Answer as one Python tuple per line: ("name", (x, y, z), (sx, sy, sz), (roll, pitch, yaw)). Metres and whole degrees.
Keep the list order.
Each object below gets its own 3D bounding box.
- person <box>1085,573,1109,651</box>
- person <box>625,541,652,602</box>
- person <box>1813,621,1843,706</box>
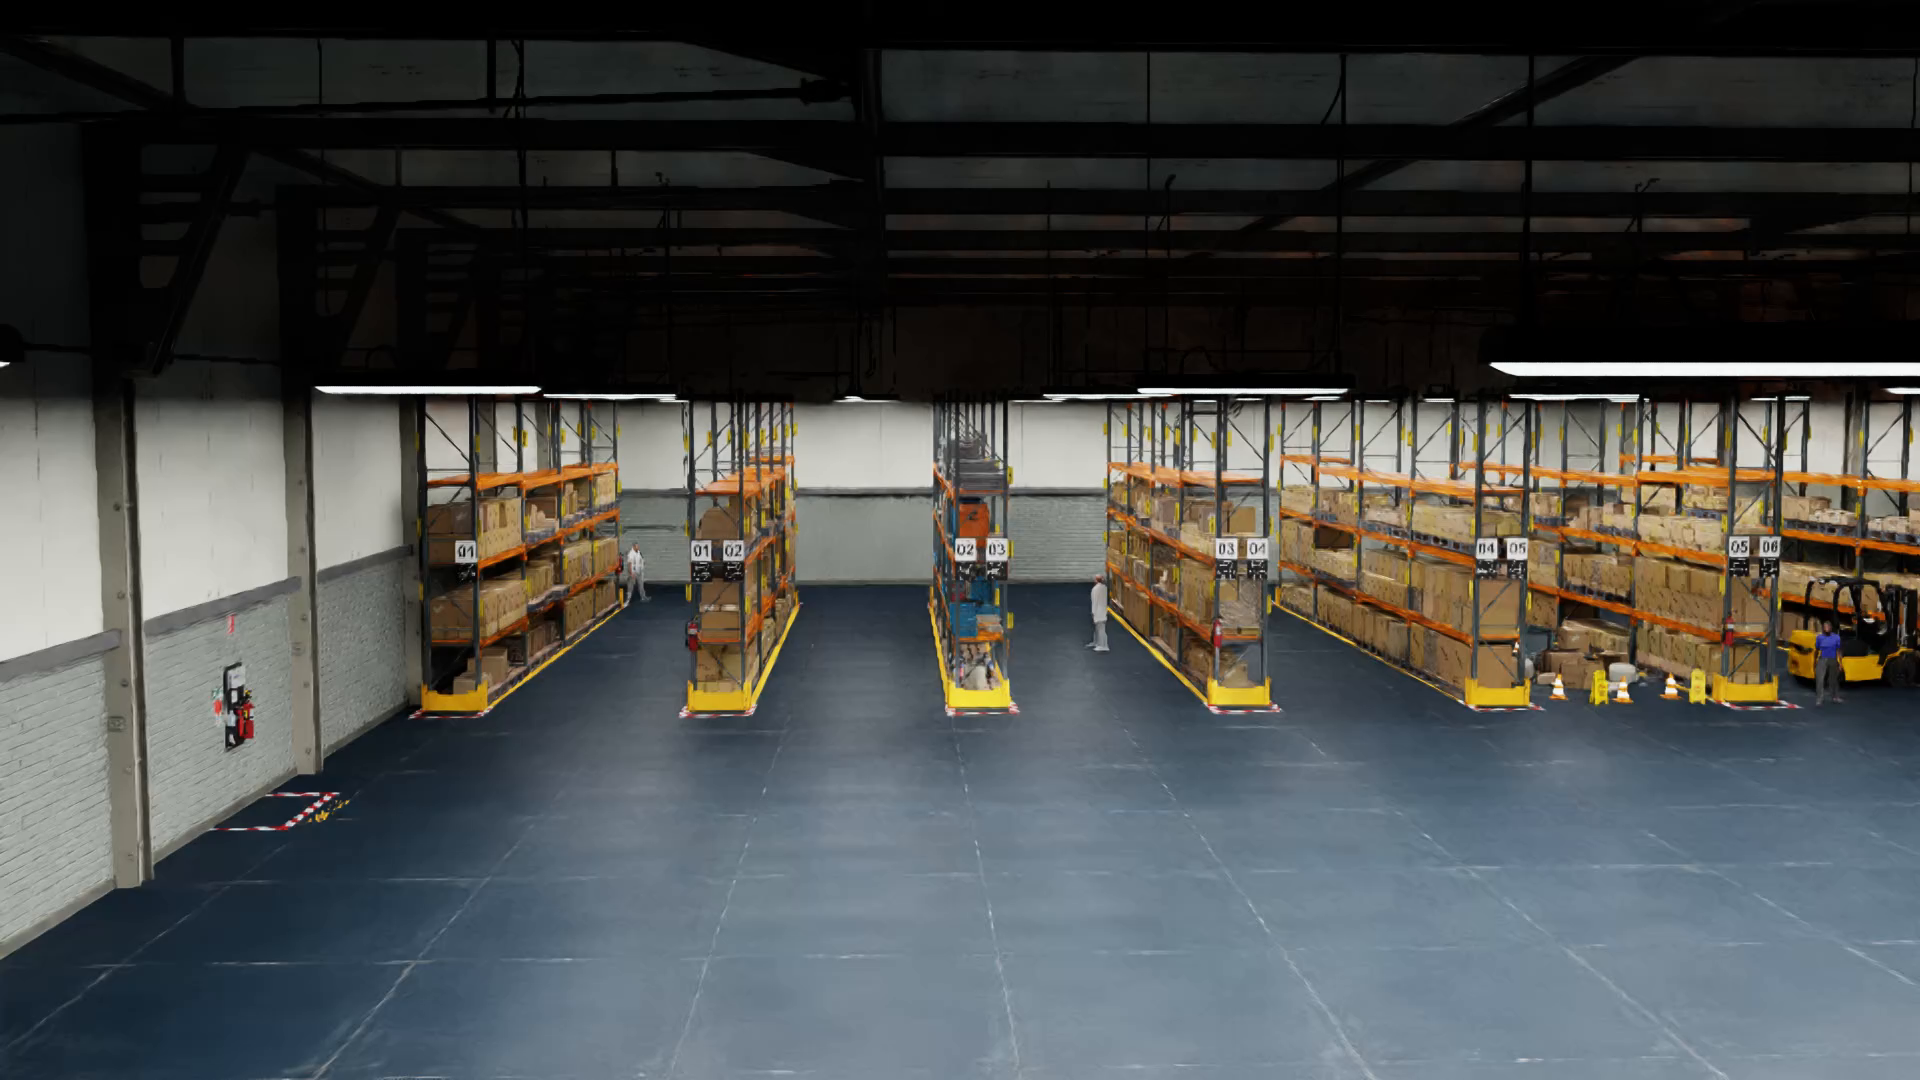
("person", (3.200, 1.658, 38.757), (0.647, 1.773, 0.683), (2, 5, 22))
("person", (-9.377, 0.901, 48.233), (0.552, 1.760, 0.743), (2, 5, 27))
("person", (16.579, 2.337, 31.683), (0.551, 1.614, 0.902), (2, 5, 21))
